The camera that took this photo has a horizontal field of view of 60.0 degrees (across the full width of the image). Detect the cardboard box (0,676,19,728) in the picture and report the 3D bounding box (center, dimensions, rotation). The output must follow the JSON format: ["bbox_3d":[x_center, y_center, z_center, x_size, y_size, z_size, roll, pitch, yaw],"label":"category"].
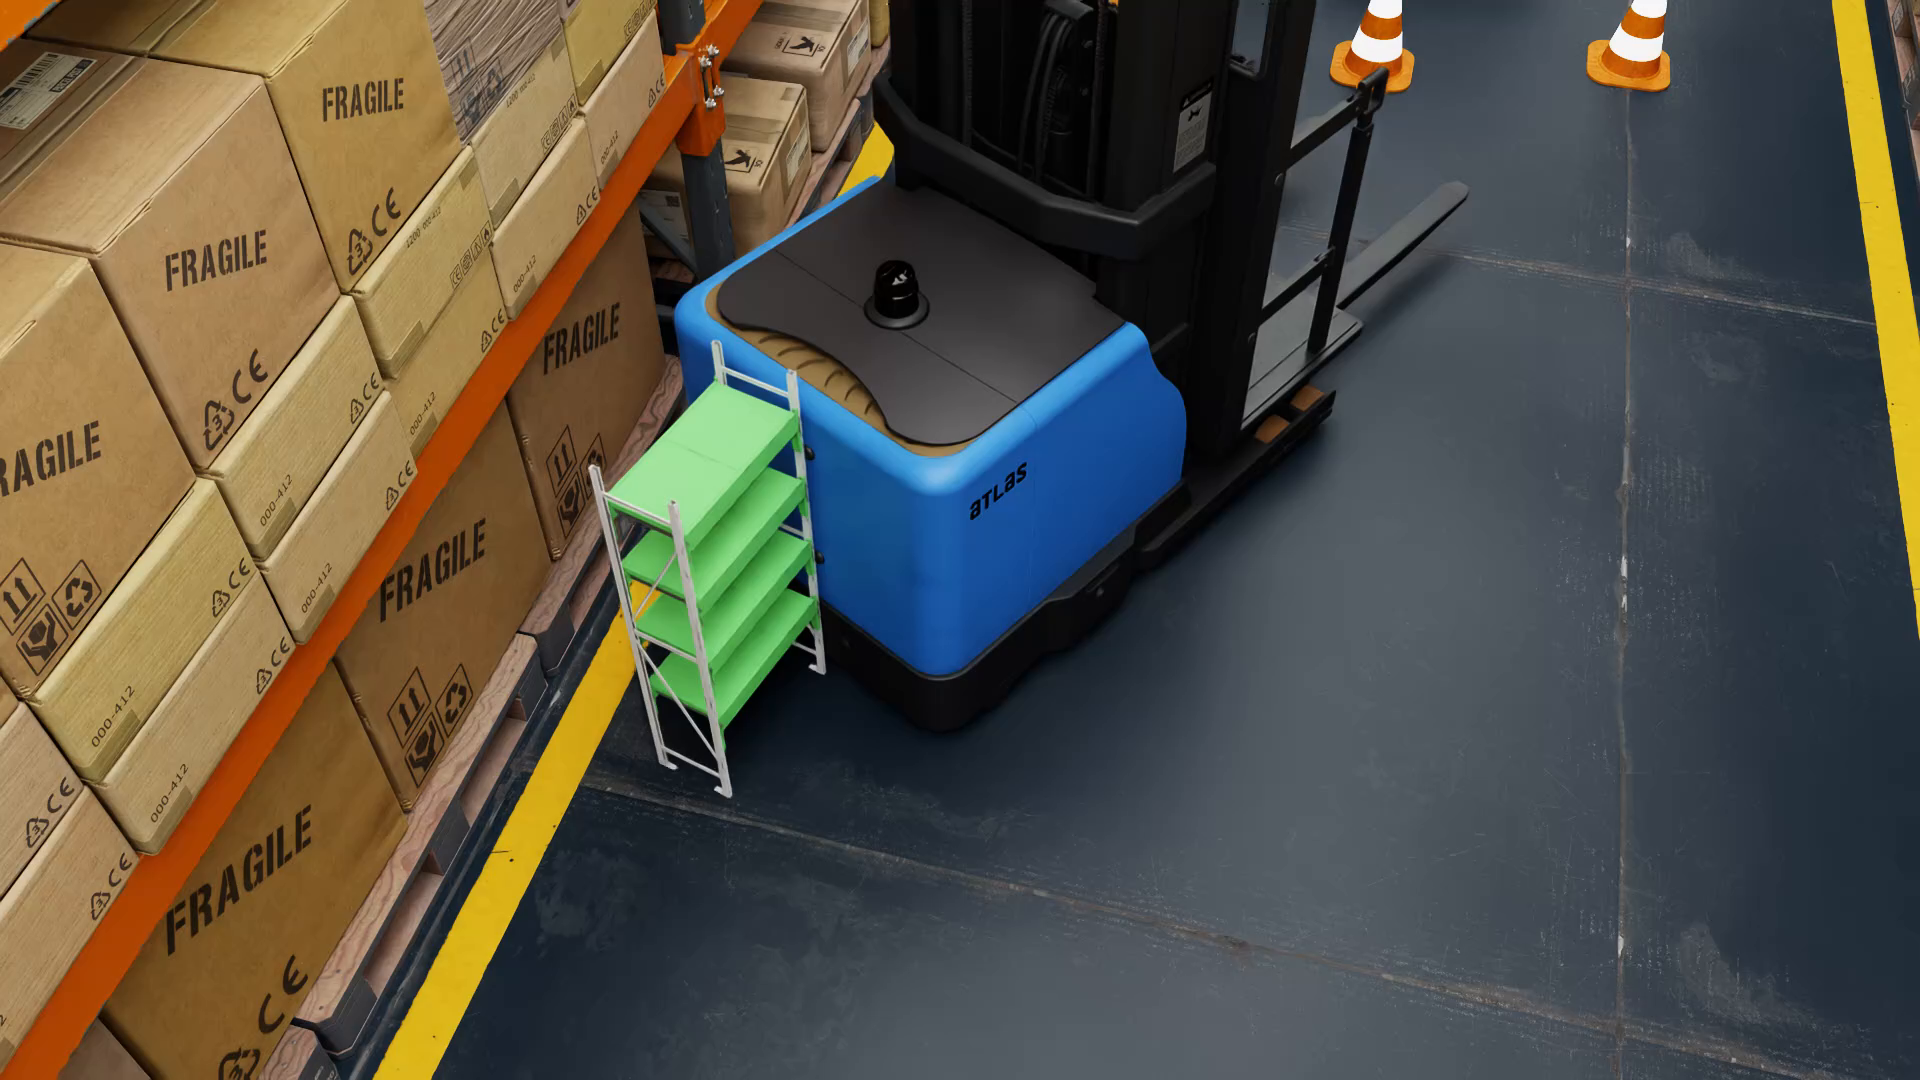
[{"bbox_3d":[-1.783,0.225,2.317,0.500,0.500,0.500,11,50,10],"label":"cardboard box"}]

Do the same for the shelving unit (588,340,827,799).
[{"bbox_3d":[-0.621,0.113,4.350,0.258,1.200,0.503,23,52,19],"label":"shelving unit"}]

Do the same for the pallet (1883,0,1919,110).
[{"bbox_3d":[4.494,-2.163,7.018,1.003,0.211,1.213,12,50,10],"label":"pallet"}]

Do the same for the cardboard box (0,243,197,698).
[{"bbox_3d":[-1.648,-0.137,2.637,0.500,0.500,0.500,10,49,9],"label":"cardboard box"}]

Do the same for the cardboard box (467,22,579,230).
[{"bbox_3d":[-1.244,-1.013,3.910,0.500,0.250,0.500,10,49,9],"label":"cardboard box"}]

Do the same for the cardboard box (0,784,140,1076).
[{"bbox_3d":[-1.778,0.633,2.791,0.500,0.250,0.500,10,49,9],"label":"cardboard box"}]

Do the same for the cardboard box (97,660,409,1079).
[{"bbox_3d":[-1.967,0.669,3.796,0.875,0.875,0.875,13,50,11],"label":"cardboard box"}]

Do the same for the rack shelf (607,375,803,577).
[{"bbox_3d":[-0.621,-0.162,4.038,0.258,0.148,0.480,23,52,19],"label":"rack shelf"}]

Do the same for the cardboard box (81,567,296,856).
[{"bbox_3d":[-1.627,0.265,3.115,0.500,0.250,0.500,11,50,10],"label":"cardboard box"}]

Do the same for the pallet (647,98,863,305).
[{"bbox_3d":[-1.023,-1.312,6.267,1.003,0.211,1.213,12,50,10],"label":"pallet"}]

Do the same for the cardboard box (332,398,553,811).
[{"bbox_3d":[-1.731,0.022,4.367,0.875,0.875,0.875,12,50,10],"label":"cardboard box"}]

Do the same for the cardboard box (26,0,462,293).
[{"bbox_3d":[-1.378,-0.877,3.290,0.500,0.500,0.500,12,50,10],"label":"cardboard box"}]

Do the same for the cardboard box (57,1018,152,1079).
[{"bbox_3d":[-2.197,1.324,3.218,0.875,0.875,0.875,13,50,11],"label":"cardboard box"}]

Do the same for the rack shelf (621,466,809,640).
[{"bbox_3d":[-0.621,-0.004,4.218,0.258,0.148,0.480,23,52,19],"label":"rack shelf"}]

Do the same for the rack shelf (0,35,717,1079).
[{"bbox_3d":[-1.757,0.015,3.716,1.077,0.370,4.000,12,50,10],"label":"rack shelf"}]

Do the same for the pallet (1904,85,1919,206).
[{"bbox_3d":[4.175,-1.278,6.237,1.003,0.211,1.213,12,50,10],"label":"pallet"}]

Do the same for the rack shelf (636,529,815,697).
[{"bbox_3d":[-0.621,0.155,4.398,0.258,0.148,0.480,23,52,19],"label":"rack shelf"}]

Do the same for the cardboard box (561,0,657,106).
[{"bbox_3d":[-1.112,-1.385,4.238,0.500,0.250,0.500,11,50,10],"label":"cardboard box"}]

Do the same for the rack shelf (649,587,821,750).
[{"bbox_3d":[-0.621,0.314,4.578,0.258,0.148,0.480,23,52,19],"label":"rack shelf"}]

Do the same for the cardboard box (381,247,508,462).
[{"bbox_3d":[-1.380,-0.469,3.763,0.500,0.250,0.500,11,50,10],"label":"cardboard box"}]

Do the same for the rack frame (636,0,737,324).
[{"bbox_3d":[-1.230,-1.669,4.723,1.000,3.000,0.127,12,50,10],"label":"rack frame"}]

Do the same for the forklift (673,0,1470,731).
[{"bbox_3d":[0.595,-1.451,4.576,1.130,2.935,3.031,35,57,27],"label":"forklift"}]

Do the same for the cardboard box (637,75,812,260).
[{"bbox_3d":[-1.072,-1.345,5.909,0.950,0.372,0.625,9,49,7],"label":"cardboard box"}]

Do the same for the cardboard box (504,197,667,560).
[{"bbox_3d":[-1.492,-0.622,4.935,0.875,0.875,0.875,11,50,10],"label":"cardboard box"}]

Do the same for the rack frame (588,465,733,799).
[{"bbox_3d":[-0.740,0.273,4.209,0.240,1.200,0.015,23,52,19],"label":"rack frame"}]

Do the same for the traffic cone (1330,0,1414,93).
[{"bbox_3d":[1.735,-2.143,6.833,0.336,0.463,0.334,12,50,10],"label":"traffic cone"}]

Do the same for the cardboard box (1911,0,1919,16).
[{"bbox_3d":[4.548,-2.587,6.753,1.050,0.750,0.750,11,50,10],"label":"cardboard box"}]

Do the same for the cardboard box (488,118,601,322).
[{"bbox_3d":[-1.232,-0.830,4.082,0.500,0.250,0.500,12,50,11],"label":"cardboard box"}]

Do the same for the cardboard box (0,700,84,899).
[{"bbox_3d":[-1.785,0.463,2.607,0.500,0.250,0.500,12,50,11],"label":"cardboard box"}]

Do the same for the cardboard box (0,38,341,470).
[{"bbox_3d":[-1.518,-0.512,2.968,0.500,0.500,0.500,11,49,9],"label":"cardboard box"}]

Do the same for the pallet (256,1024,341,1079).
[{"bbox_3d":[-2.153,1.574,3.720,1.003,0.211,1.213,12,50,10],"label":"pallet"}]

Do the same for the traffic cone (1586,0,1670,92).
[{"bbox_3d":[2.815,-2.147,6.837,0.336,0.463,0.334,12,50,10],"label":"traffic cone"}]

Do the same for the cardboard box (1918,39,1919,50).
[{"bbox_3d":[4.291,-1.890,6.138,1.050,0.750,0.750,12,50,10],"label":"cardboard box"}]

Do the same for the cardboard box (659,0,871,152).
[{"bbox_3d":[-0.885,-1.881,6.382,0.950,0.372,0.625,11,49,9],"label":"cardboard box"}]

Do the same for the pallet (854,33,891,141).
[{"bbox_3d":[-0.700,-2.191,7.043,1.003,0.211,1.213,12,50,10],"label":"pallet"}]

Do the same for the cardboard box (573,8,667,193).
[{"bbox_3d":[-1.113,-1.203,4.411,0.500,0.250,0.500,10,49,9],"label":"cardboard box"}]

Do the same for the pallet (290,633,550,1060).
[{"bbox_3d":[-1.833,0.688,4.502,1.003,0.211,1.213,12,50,10],"label":"pallet"}]

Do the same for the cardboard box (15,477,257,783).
[{"bbox_3d":[-1.626,0.103,2.925,0.500,0.250,0.500,12,50,11],"label":"cardboard box"}]

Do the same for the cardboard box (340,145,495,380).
[{"bbox_3d":[-1.359,-0.639,3.580,0.500,0.250,0.500,10,49,9],"label":"cardboard box"}]

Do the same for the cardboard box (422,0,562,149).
[{"bbox_3d":[-1.241,-1.235,3.606,0.500,0.500,0.500,12,50,11],"label":"cardboard box"}]

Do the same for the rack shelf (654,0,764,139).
[{"bbox_3d":[-0.704,-2.878,6.269,1.077,0.370,4.000,12,50,10],"label":"rack shelf"}]

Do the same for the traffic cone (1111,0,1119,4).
[{"bbox_3d":[0.847,-2.550,7.192,0.336,0.463,0.334,12,50,10],"label":"traffic cone"}]

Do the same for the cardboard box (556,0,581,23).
[{"bbox_3d":[-1.114,-1.608,3.935,0.500,0.500,0.500,10,49,9],"label":"cardboard box"}]

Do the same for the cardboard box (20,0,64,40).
[{"bbox_3d":[-1.868,-0.993,3.392,0.500,0.500,0.500,13,50,11],"label":"cardboard box"}]

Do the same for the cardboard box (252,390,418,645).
[{"bbox_3d":[-1.487,-0.095,3.433,0.500,0.250,0.500,11,49,9],"label":"cardboard box"}]

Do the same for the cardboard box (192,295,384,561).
[{"bbox_3d":[-1.495,-0.263,3.248,0.500,0.250,0.500,10,49,9],"label":"cardboard box"}]

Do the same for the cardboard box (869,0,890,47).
[{"bbox_3d":[-0.680,-2.428,6.865,0.950,0.372,0.625,13,50,11],"label":"cardboard box"}]

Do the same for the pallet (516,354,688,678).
[{"bbox_3d":[-1.510,-0.191,5.278,1.003,0.211,1.213,12,50,10],"label":"pallet"}]

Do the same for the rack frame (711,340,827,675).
[{"bbox_3d":[-0.502,-0.047,4.491,0.240,1.200,0.015,23,52,19],"label":"rack frame"}]
